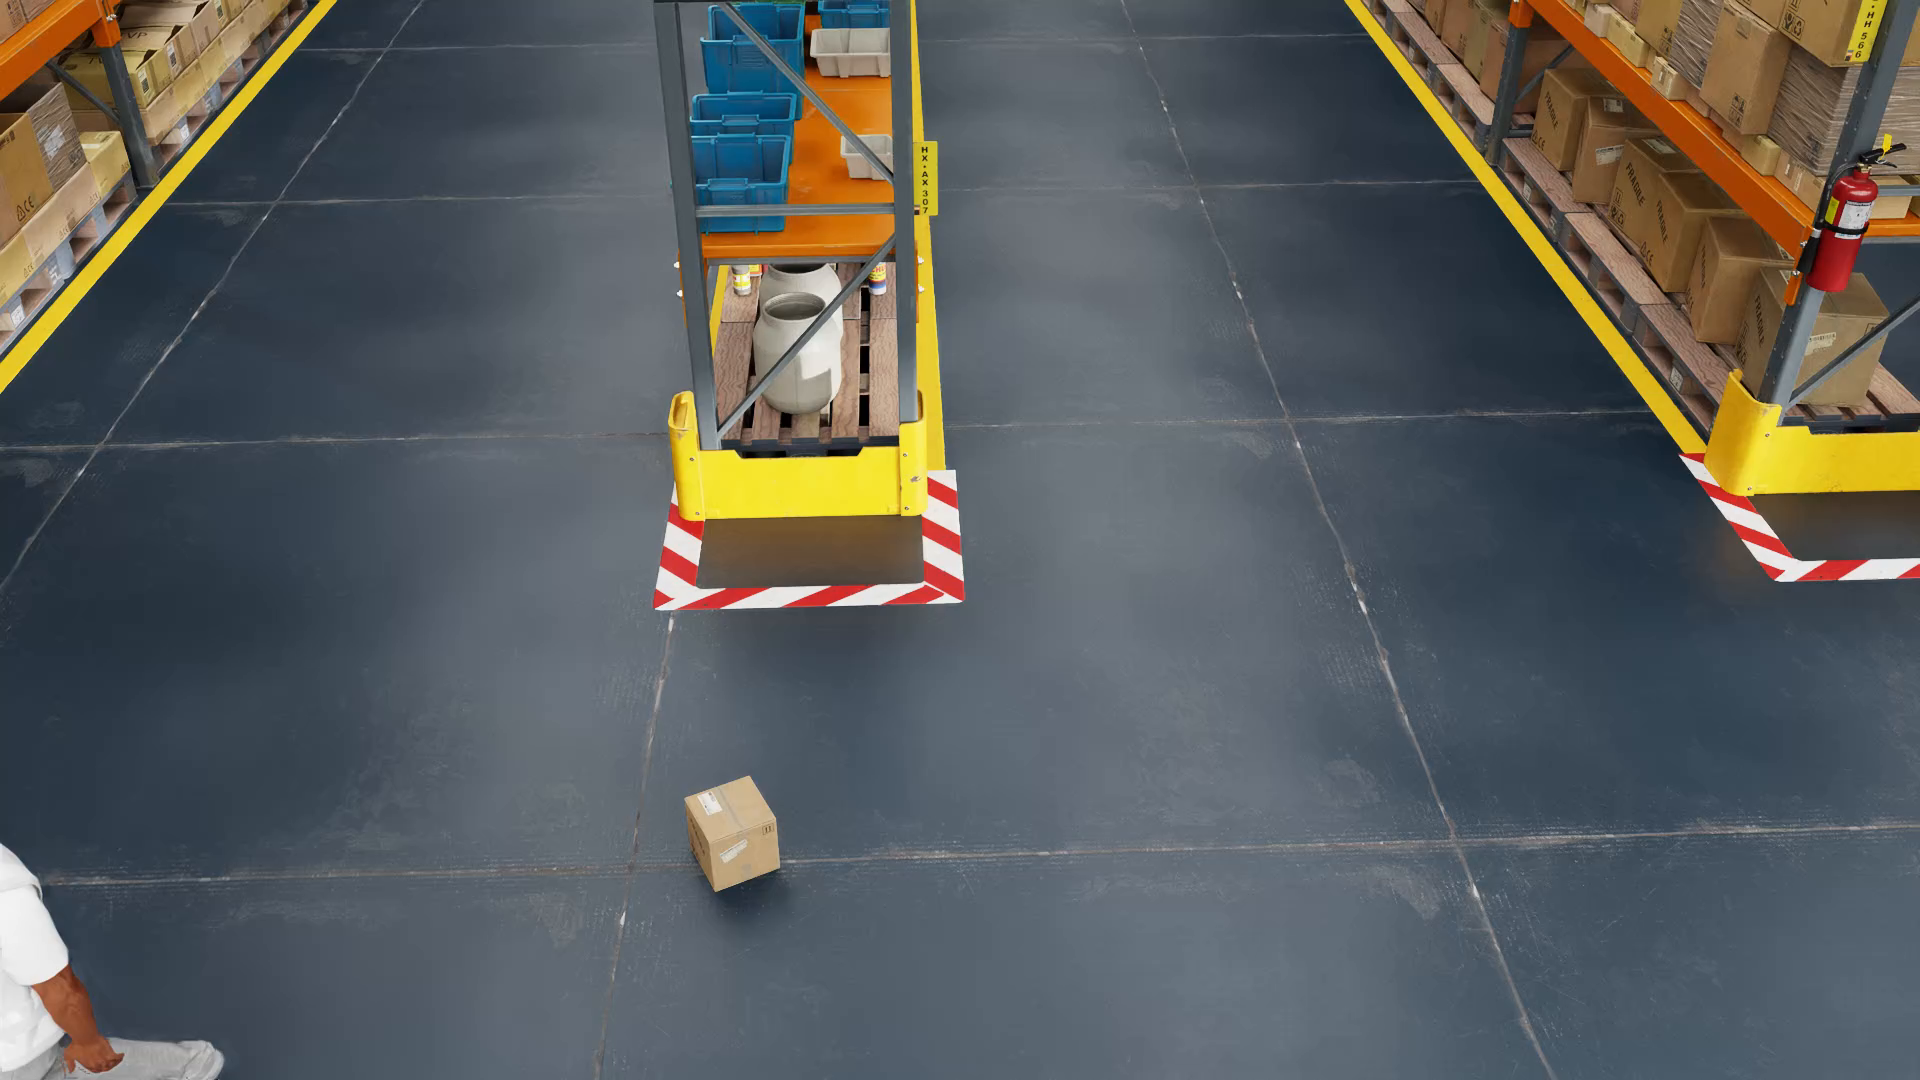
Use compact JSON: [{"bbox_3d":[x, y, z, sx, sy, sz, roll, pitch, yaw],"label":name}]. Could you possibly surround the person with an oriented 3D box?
[{"bbox_3d":[-2.522,1.241,4.352,0.557,1.727,0.962,29,44,35],"label":"person"}]
